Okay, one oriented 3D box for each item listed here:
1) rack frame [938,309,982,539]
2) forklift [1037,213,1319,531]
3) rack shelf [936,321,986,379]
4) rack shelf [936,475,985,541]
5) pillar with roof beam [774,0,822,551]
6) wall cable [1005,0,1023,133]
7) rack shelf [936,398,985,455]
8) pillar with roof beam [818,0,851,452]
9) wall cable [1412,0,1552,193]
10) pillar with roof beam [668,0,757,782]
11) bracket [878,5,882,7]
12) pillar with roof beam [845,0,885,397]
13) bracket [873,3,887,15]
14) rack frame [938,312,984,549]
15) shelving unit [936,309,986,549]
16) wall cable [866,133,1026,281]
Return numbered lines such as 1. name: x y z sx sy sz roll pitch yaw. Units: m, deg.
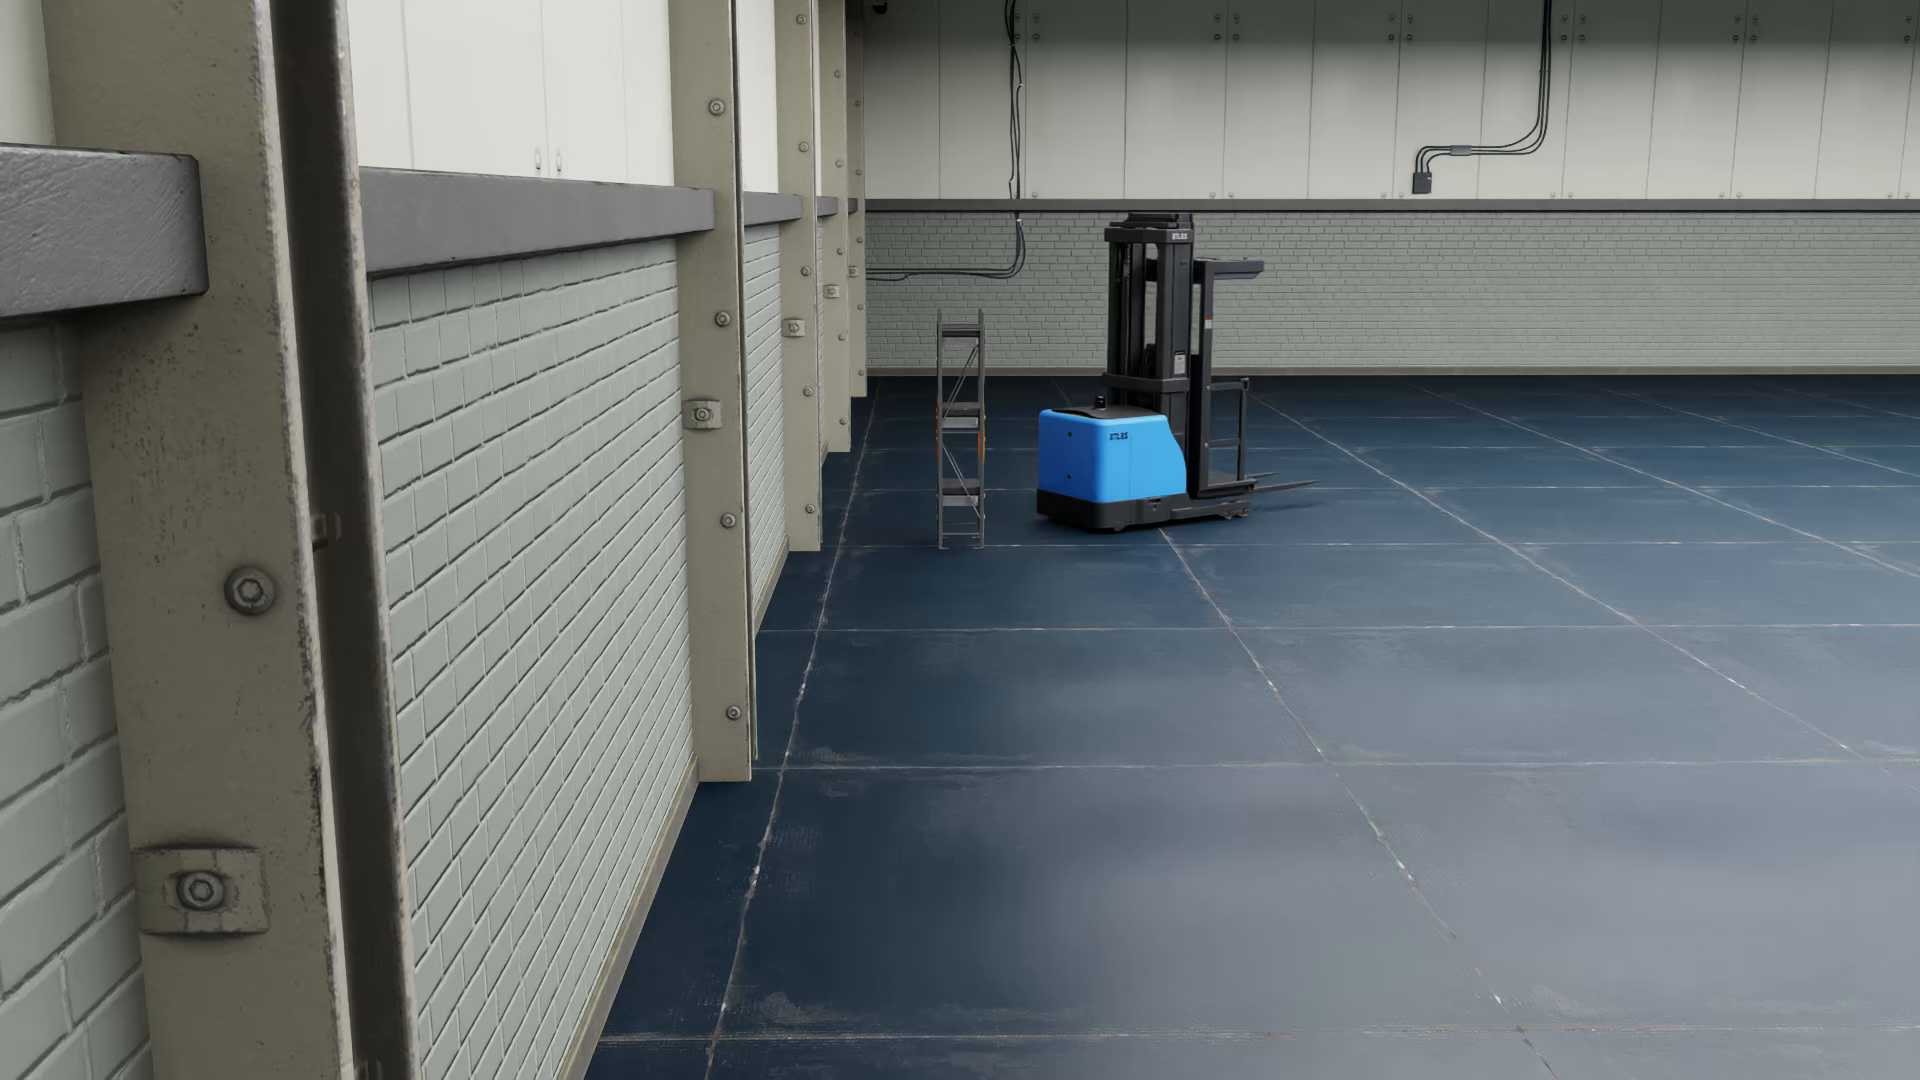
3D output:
1. rack frame: -0.002 -1.045 15.118 0.400 2.100 0.015 0 11 -1
2. forklift: 2.257 -1.718 16.345 3.031 2.935 1.130 -7 14 -33
3. rack shelf: 0.004 -1.669 14.743 0.431 0.518 0.480 0 11 -1
4. rack shelf: 0.003 -0.297 15.021 0.431 0.518 0.480 0 11 -1
5. pillar with roof beam: 2.900 -4.370 14.155 9.100 9.000 0.400 0 11 -1
6. wall cable: 2.313 -8.293 28.601 3.097 2.526 0.112 0 11 -1
7. rack shelf: 0.003 -0.983 14.882 0.431 0.518 0.480 0 11 -1
8. pillar with roof beam: 2.776 -5.562 20.034 9.100 9.000 0.400 0 11 -1
9. wall cable: 9.100 -9.031 28.578 2.305 6.003 0.169 0 11 -1
10. pillar with roof beam: 3.024 -3.177 8.276 9.100 9.000 0.400 0 11 -1
11. bracket: -1.343 -8.939 27.625 0.076 0.066 3.189 0 11 -1
12. pillar with roof beam: 2.652 -6.755 25.913 9.100 9.000 0.548 0 11 -1
13. bracket: -1.355 -9.056 28.204 0.235 0.232 0.430 0 11 -1
14. rack frame: 0.009 -0.948 14.640 0.400 2.100 0.015 0 11 -1
15. shelving unit: 0.003 -0.996 14.879 0.431 2.100 0.503 0 11 -1
16. wall cable: -0.391 -5.807 29.048 3.097 2.526 0.112 0 11 -1
